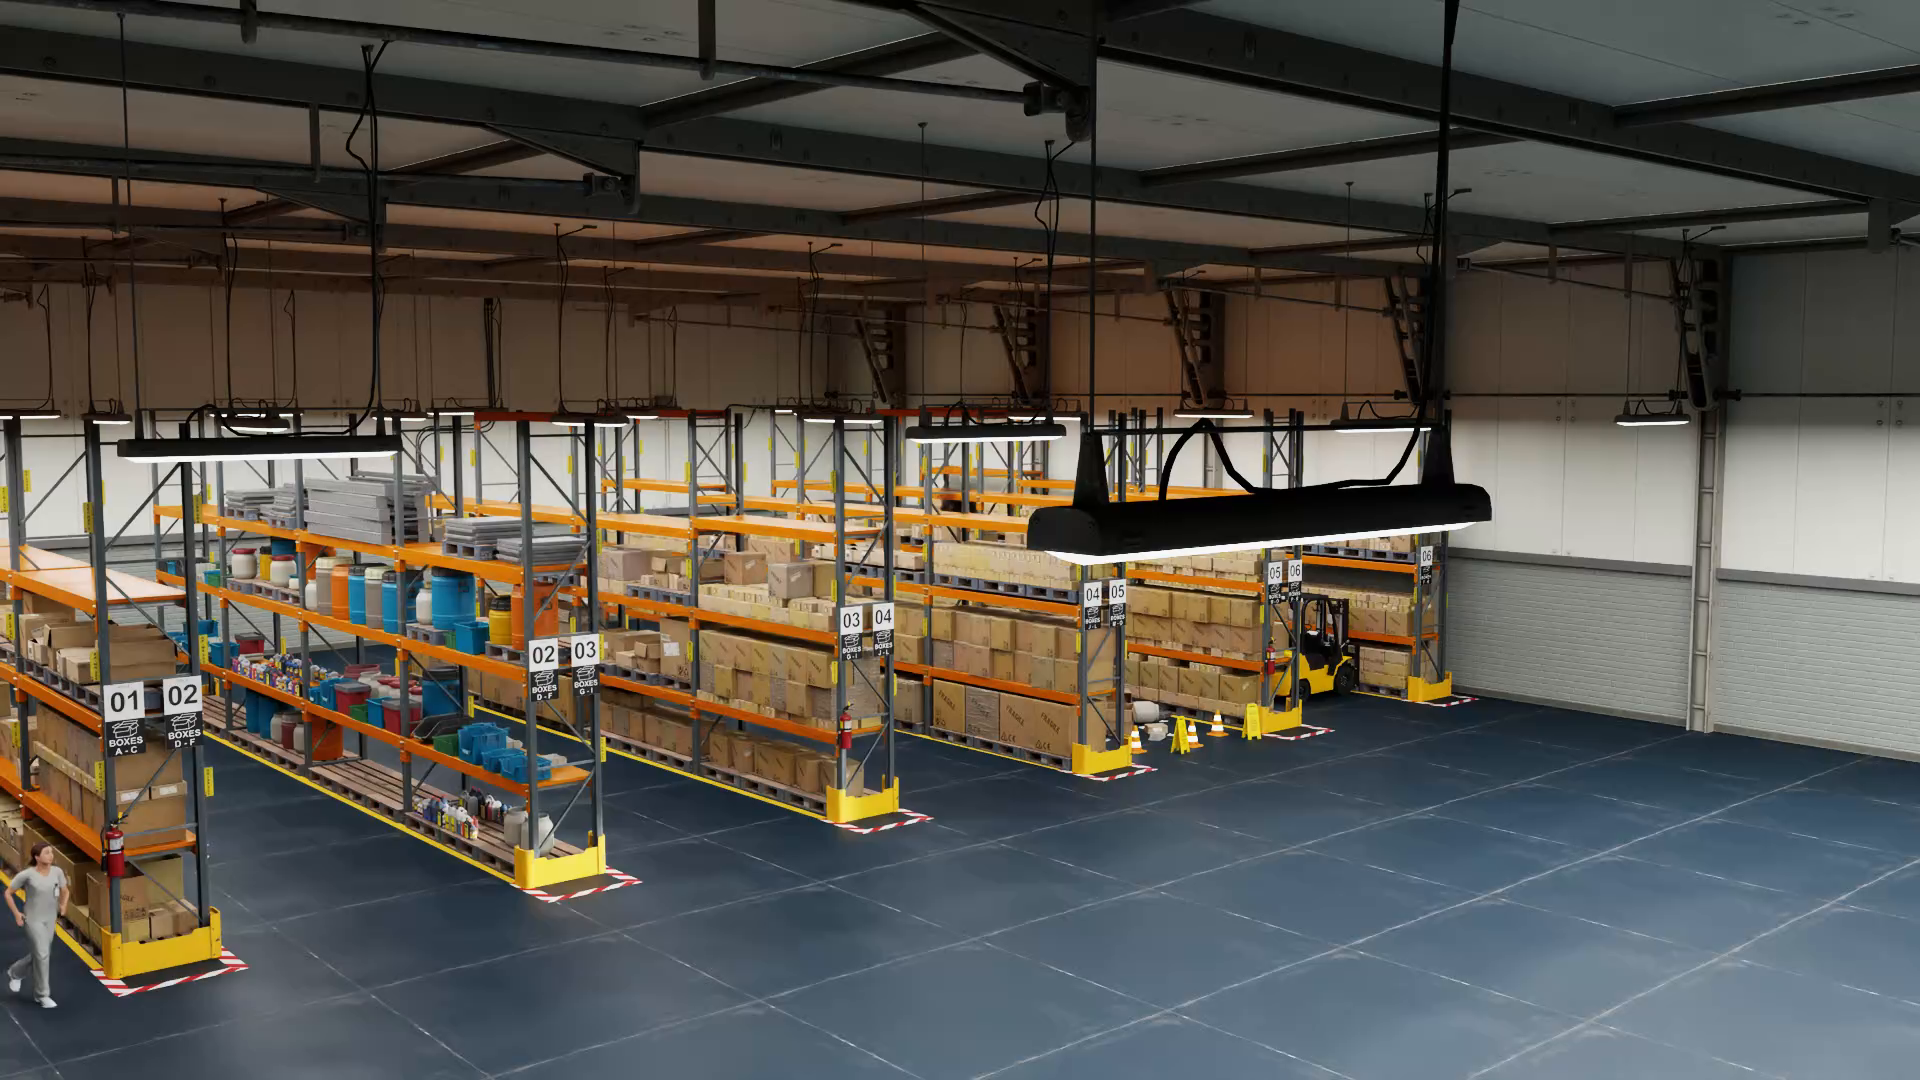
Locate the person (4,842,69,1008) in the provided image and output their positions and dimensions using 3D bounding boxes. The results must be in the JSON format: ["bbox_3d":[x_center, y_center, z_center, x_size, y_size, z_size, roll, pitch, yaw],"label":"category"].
[{"bbox_3d":[-9.641,3.988,17.418,0.788,1.664,0.591,3,6,28],"label":"person"}]

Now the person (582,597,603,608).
[{"bbox_3d":[-9.164,1.875,40.604,0.707,1.742,0.947,4,6,37],"label":"person"}]
